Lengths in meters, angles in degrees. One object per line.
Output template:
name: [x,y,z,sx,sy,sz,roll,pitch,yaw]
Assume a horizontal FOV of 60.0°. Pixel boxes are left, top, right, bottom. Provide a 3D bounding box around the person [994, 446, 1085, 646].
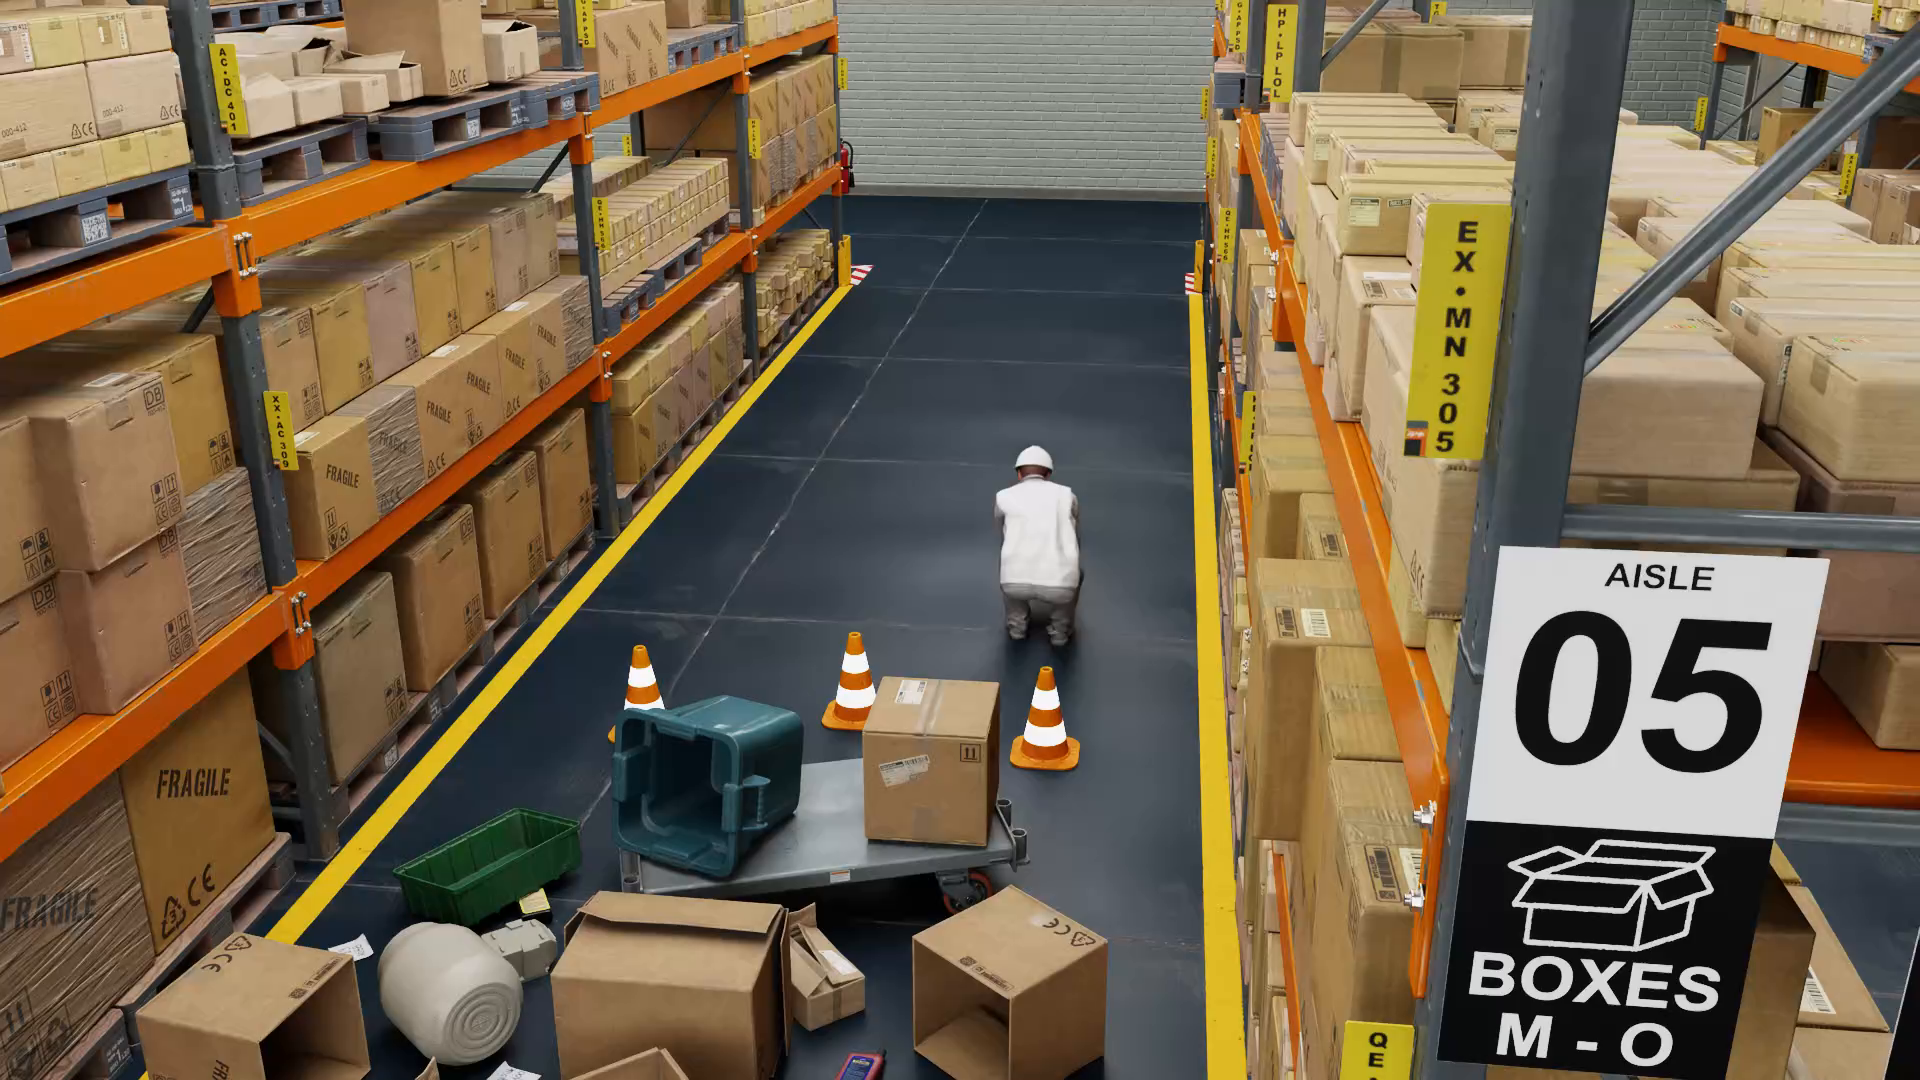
person: [0.453,0.032,9.542,0.526,1.013,0.873,2,21,6]
